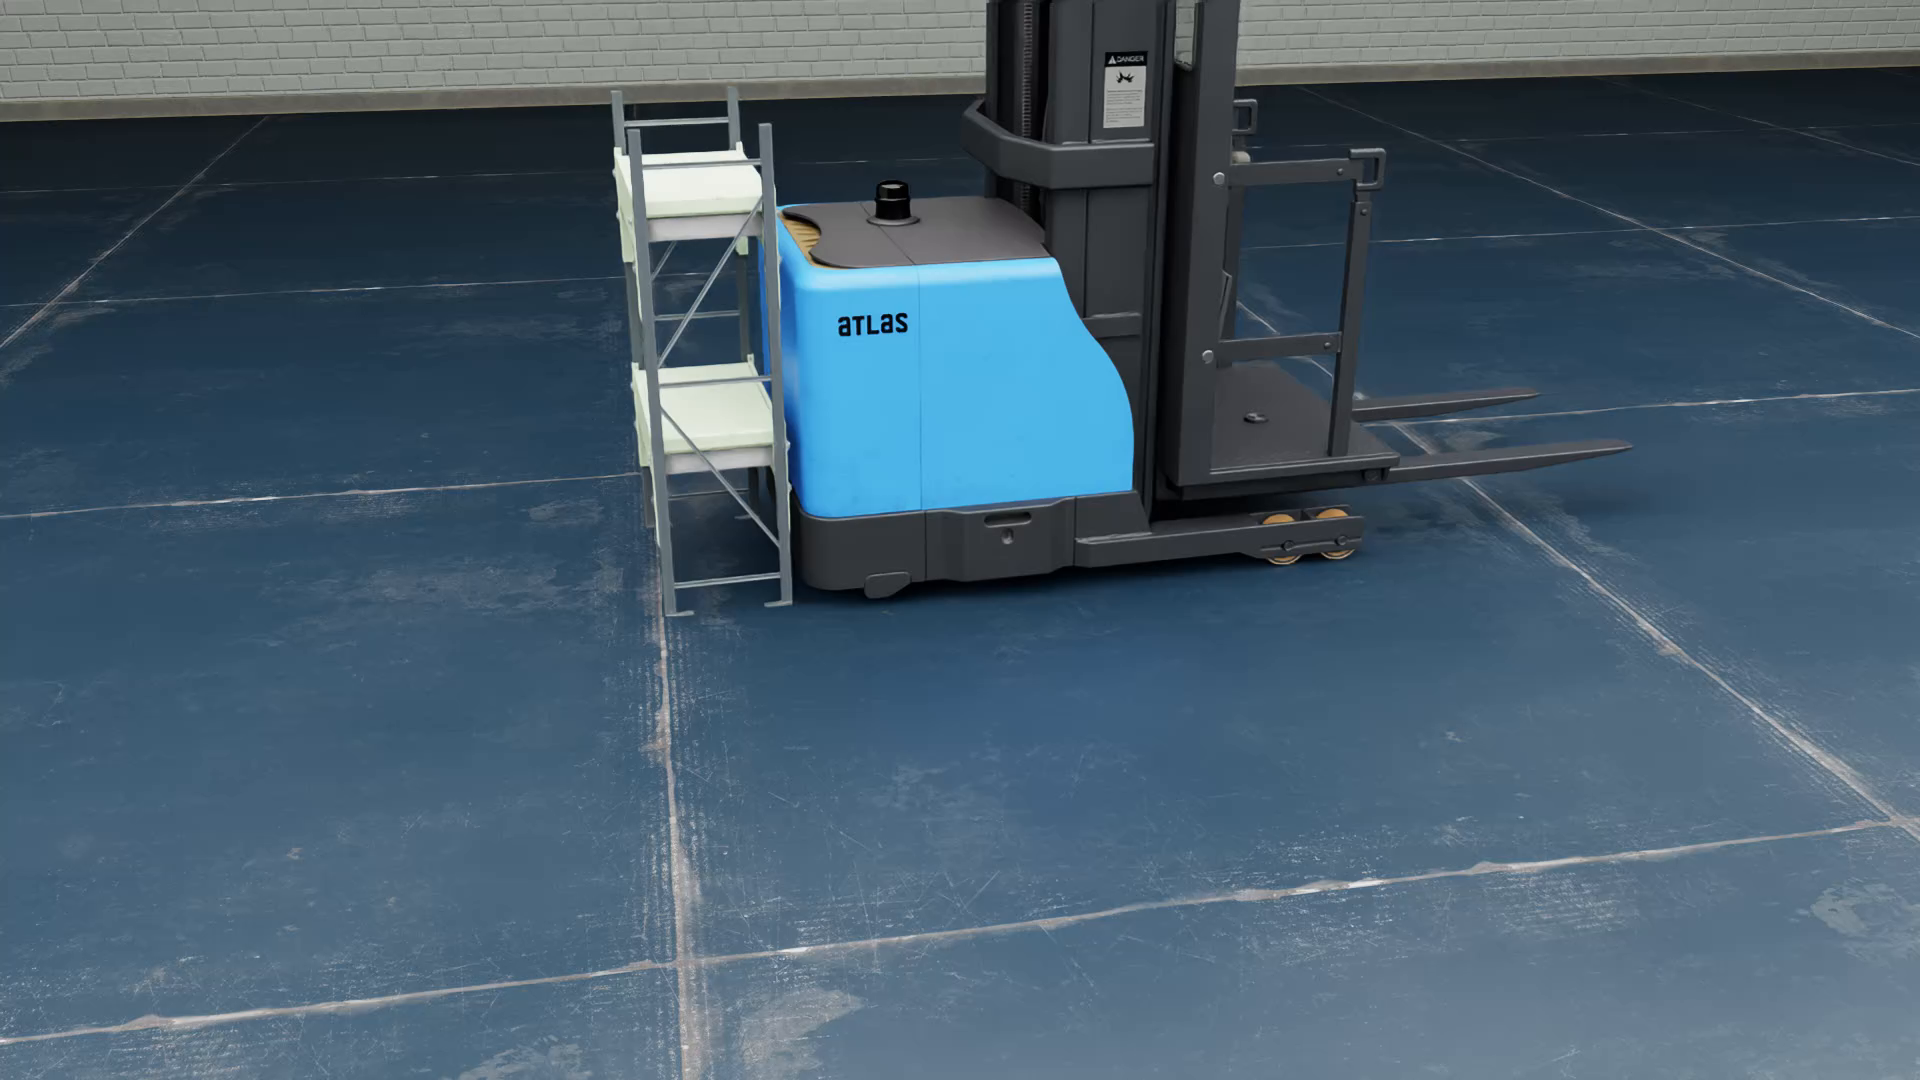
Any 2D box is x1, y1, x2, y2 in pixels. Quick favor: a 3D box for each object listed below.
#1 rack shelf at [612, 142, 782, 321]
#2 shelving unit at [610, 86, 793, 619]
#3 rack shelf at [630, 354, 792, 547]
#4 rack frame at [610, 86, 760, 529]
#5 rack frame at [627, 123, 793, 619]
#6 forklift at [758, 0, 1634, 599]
[{"bbox_3d":[-0.817,-0.965,5.111,0.431,0.370,0.720,-6,24,-13],"label":"rack shelf"},{"bbox_3d":[-0.817,-0.607,5.267,0.431,1.500,0.755,-6,24,-13],"label":"shelving unit"},{"bbox_3d":[-0.817,-0.309,5.397,0.431,0.370,0.720,-6,24,-13],"label":"rack shelf"},{"bbox_3d":[-0.908,-0.749,5.592,0.400,1.500,0.023,-6,24,-13],"label":"rack frame"},{"bbox_3d":[-0.726,-0.465,4.942,0.400,1.500,0.023,-6,24,-13],"label":"rack frame"},{"bbox_3d":[0.870,-1.458,5.427,3.031,2.935,1.130,-6,24,-13],"label":"forklift"}]
